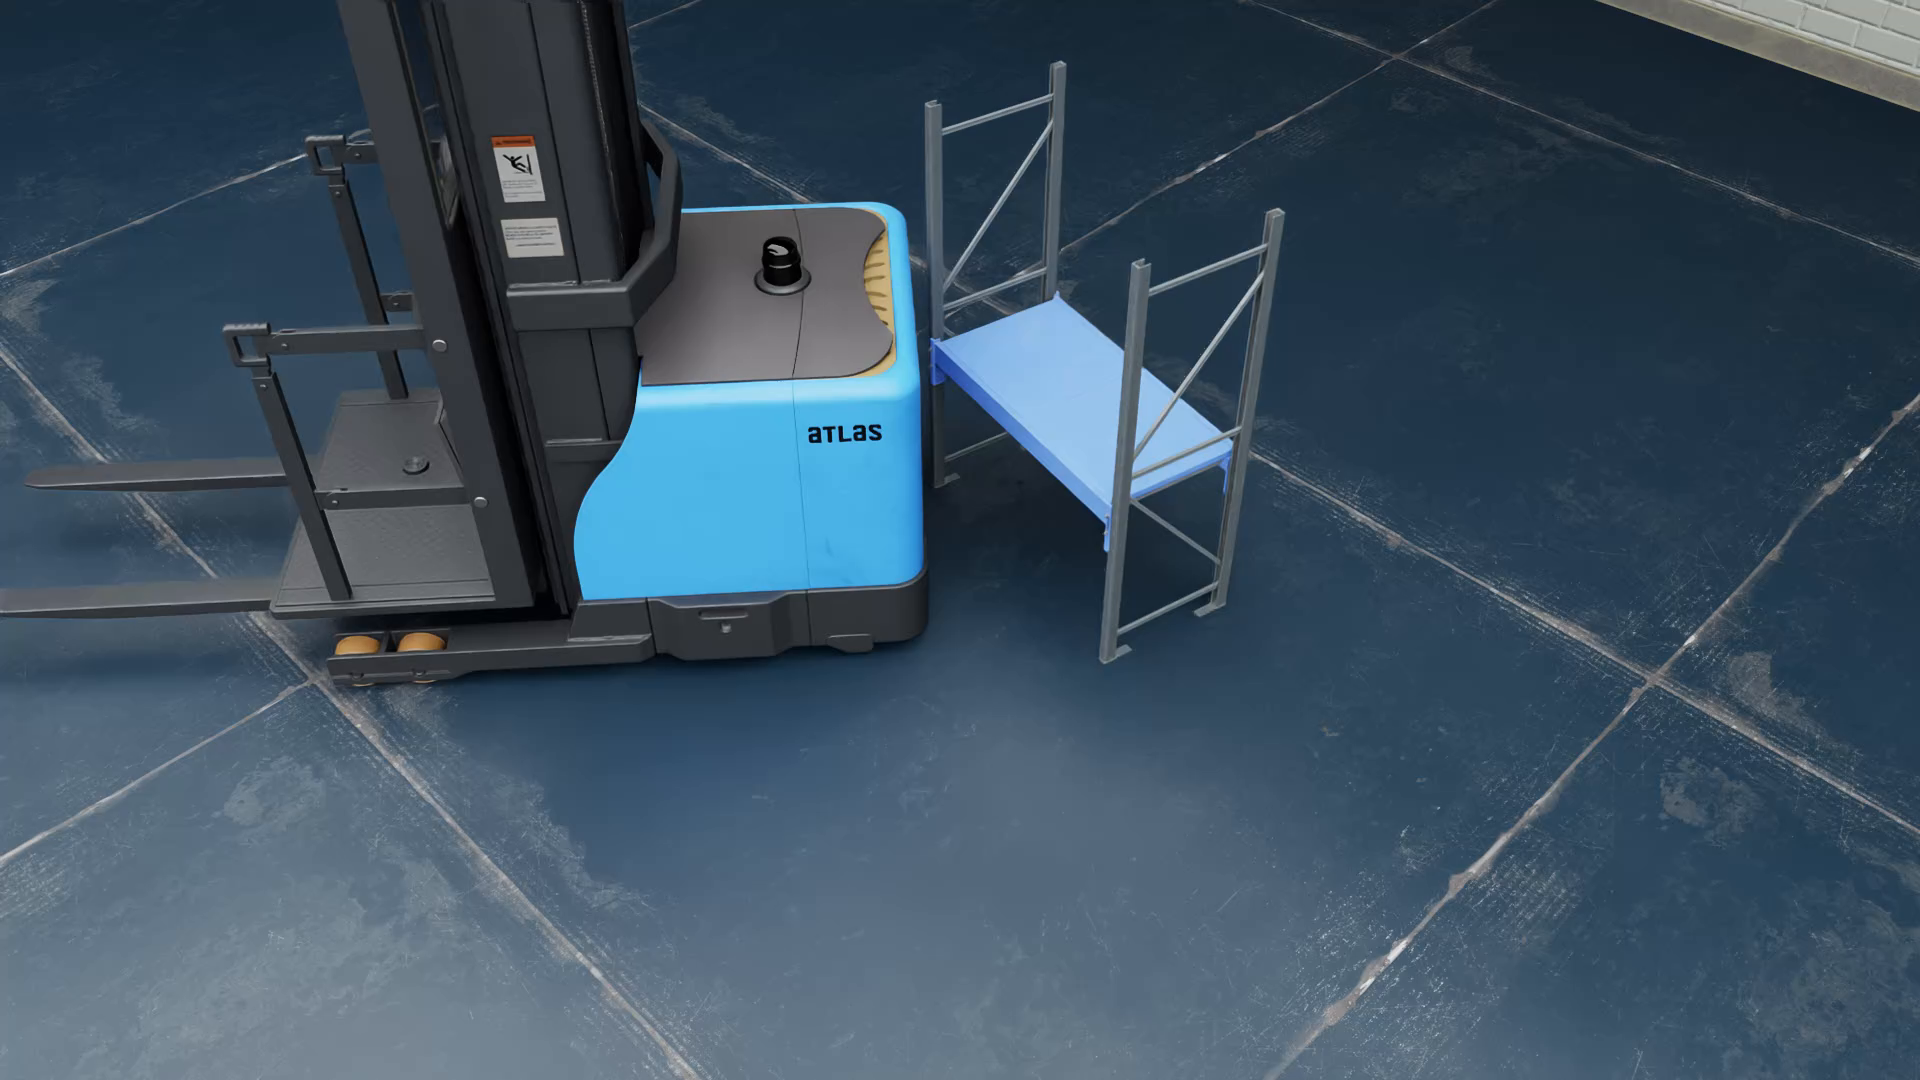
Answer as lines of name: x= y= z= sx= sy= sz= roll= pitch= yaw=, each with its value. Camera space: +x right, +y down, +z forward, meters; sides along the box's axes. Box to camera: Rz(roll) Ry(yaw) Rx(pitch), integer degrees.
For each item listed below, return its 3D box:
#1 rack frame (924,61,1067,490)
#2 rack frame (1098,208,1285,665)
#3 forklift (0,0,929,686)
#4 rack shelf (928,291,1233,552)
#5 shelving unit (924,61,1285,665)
rack frame: x=0.112 y=-0.831 z=5.544 sx=0.500 sy=1.500 sz=0.032 roll=-24 pitch=48 yaw=-23
rack frame: x=0.663 y=-0.251 z=4.917 sx=0.500 sy=1.500 sz=0.032 roll=-24 pitch=48 yaw=-23
forklift: x=-1.642 y=-0.988 z=4.660 sx=3.031 sy=2.935 sz=1.130 roll=-3 pitch=43 yaw=-3
rack shelf: x=0.387 y=-0.409 z=5.353 sx=0.538 sy=0.185 sz=1.000 roll=-24 pitch=48 yaw=-23
shelving unit: x=0.387 y=-0.541 z=5.230 sx=0.538 sy=1.500 sz=1.048 roll=-24 pitch=48 yaw=-23
